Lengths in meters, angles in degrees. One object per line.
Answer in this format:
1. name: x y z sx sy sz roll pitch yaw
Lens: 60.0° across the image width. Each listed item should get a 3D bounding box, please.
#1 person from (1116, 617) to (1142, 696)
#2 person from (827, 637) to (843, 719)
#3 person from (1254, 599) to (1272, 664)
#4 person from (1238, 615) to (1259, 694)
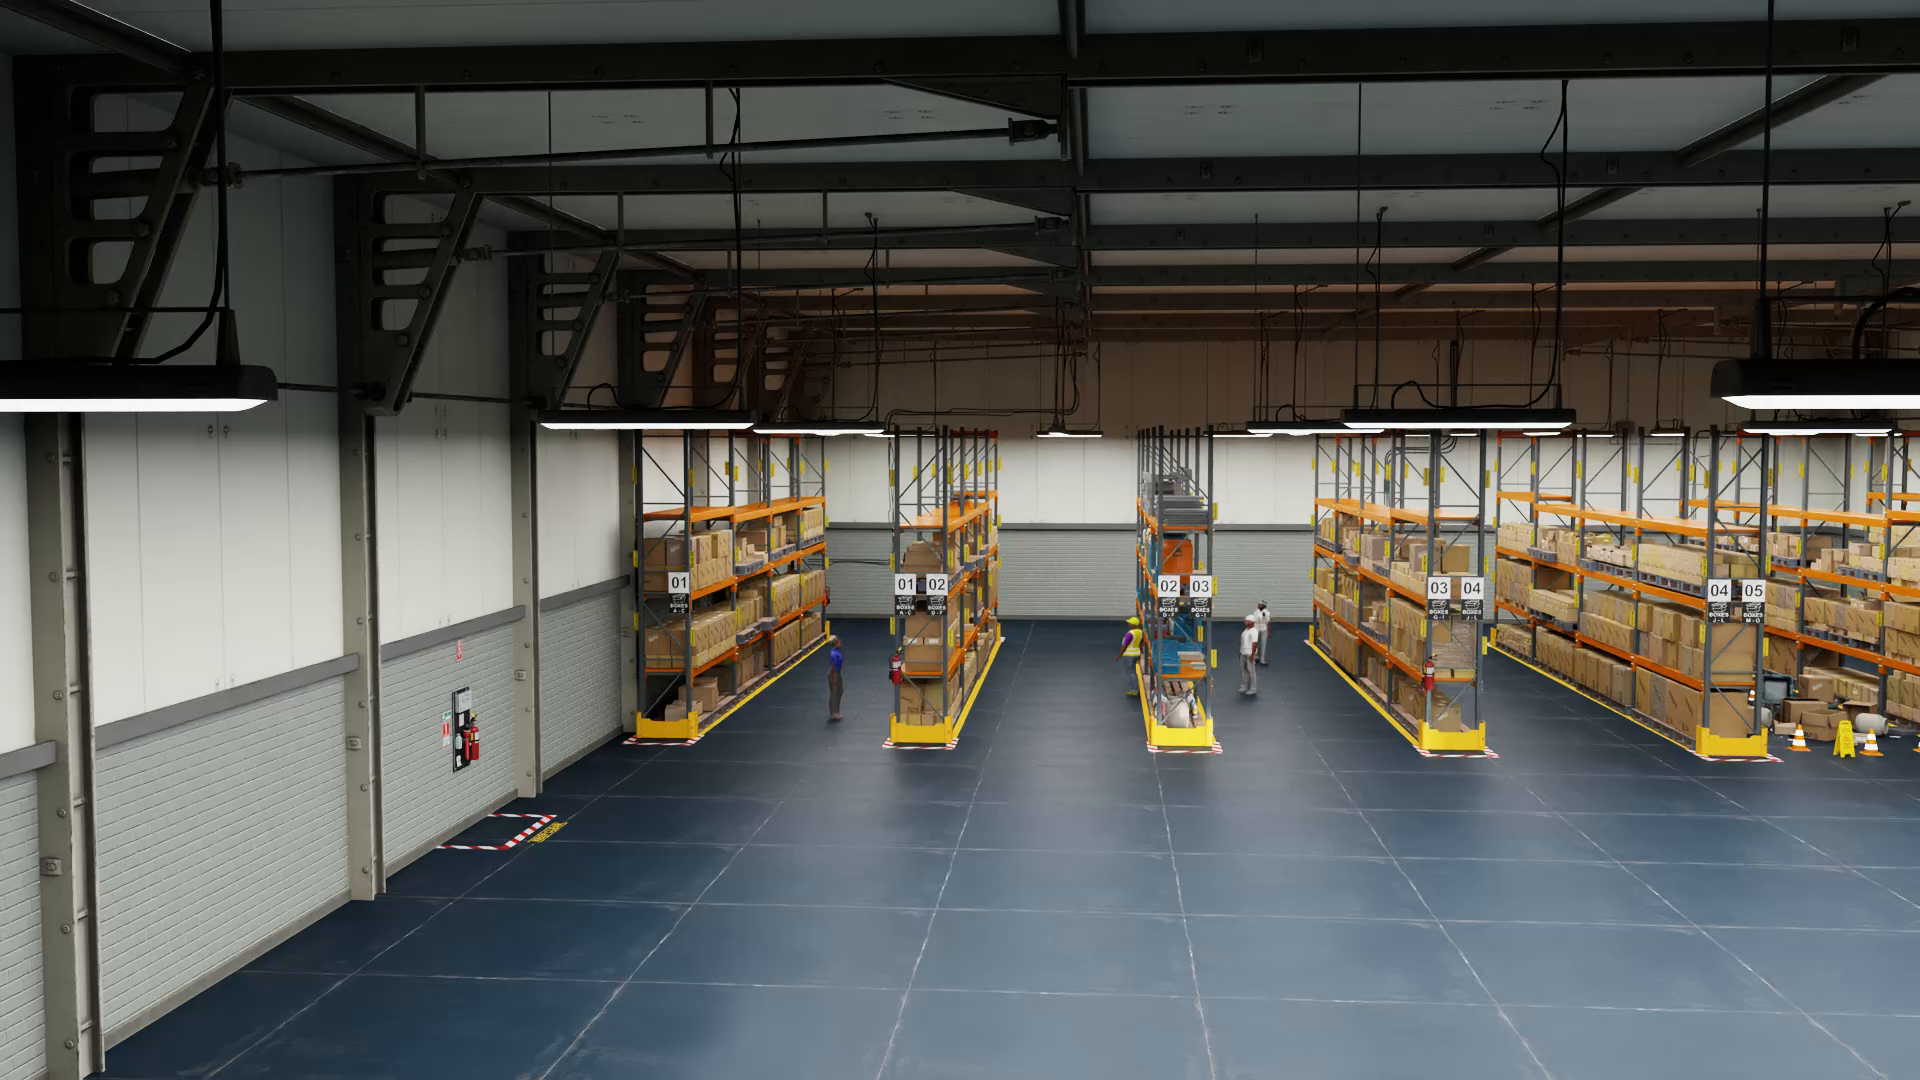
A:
1. person: 3.822 2.622 37.230 0.508 1.816 0.595 3 5 45
2. person: -2.559 2.874 34.331 0.334 1.744 0.524 0 3 7
3. person: 7.722 2.330 42.714 0.558 1.651 0.928 1 3 10
4. person: 6.518 2.572 37.560 0.414 1.770 0.618 -2 4 -26
